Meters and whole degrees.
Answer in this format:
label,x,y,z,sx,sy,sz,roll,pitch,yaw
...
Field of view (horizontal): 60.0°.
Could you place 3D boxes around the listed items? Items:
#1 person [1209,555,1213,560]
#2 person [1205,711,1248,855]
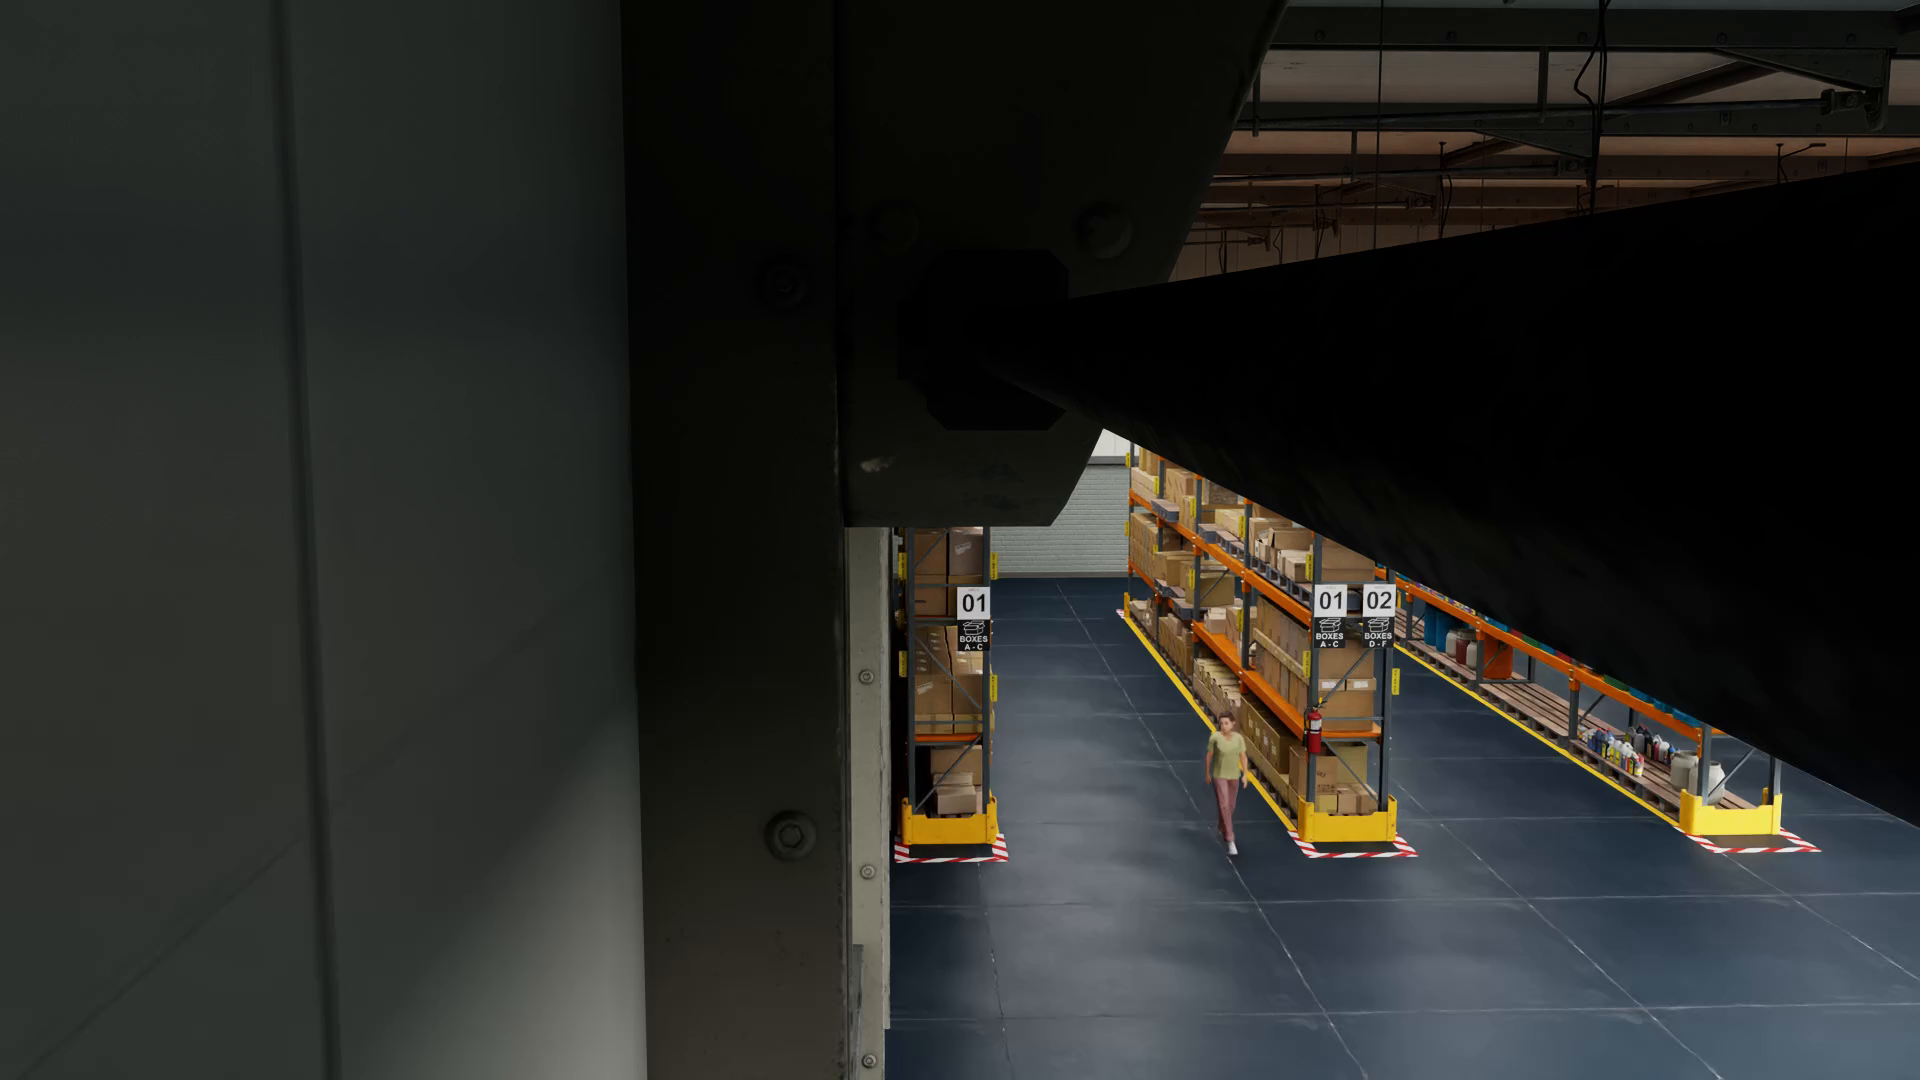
label,x,y,z,sx,sy,sz,roll,pitch,yaw
person,5.517,0.656,37.966,0.510,1.602,1.007,0,7,-3
person,3.277,2.921,20.263,0.473,1.630,0.851,-1,7,-8
